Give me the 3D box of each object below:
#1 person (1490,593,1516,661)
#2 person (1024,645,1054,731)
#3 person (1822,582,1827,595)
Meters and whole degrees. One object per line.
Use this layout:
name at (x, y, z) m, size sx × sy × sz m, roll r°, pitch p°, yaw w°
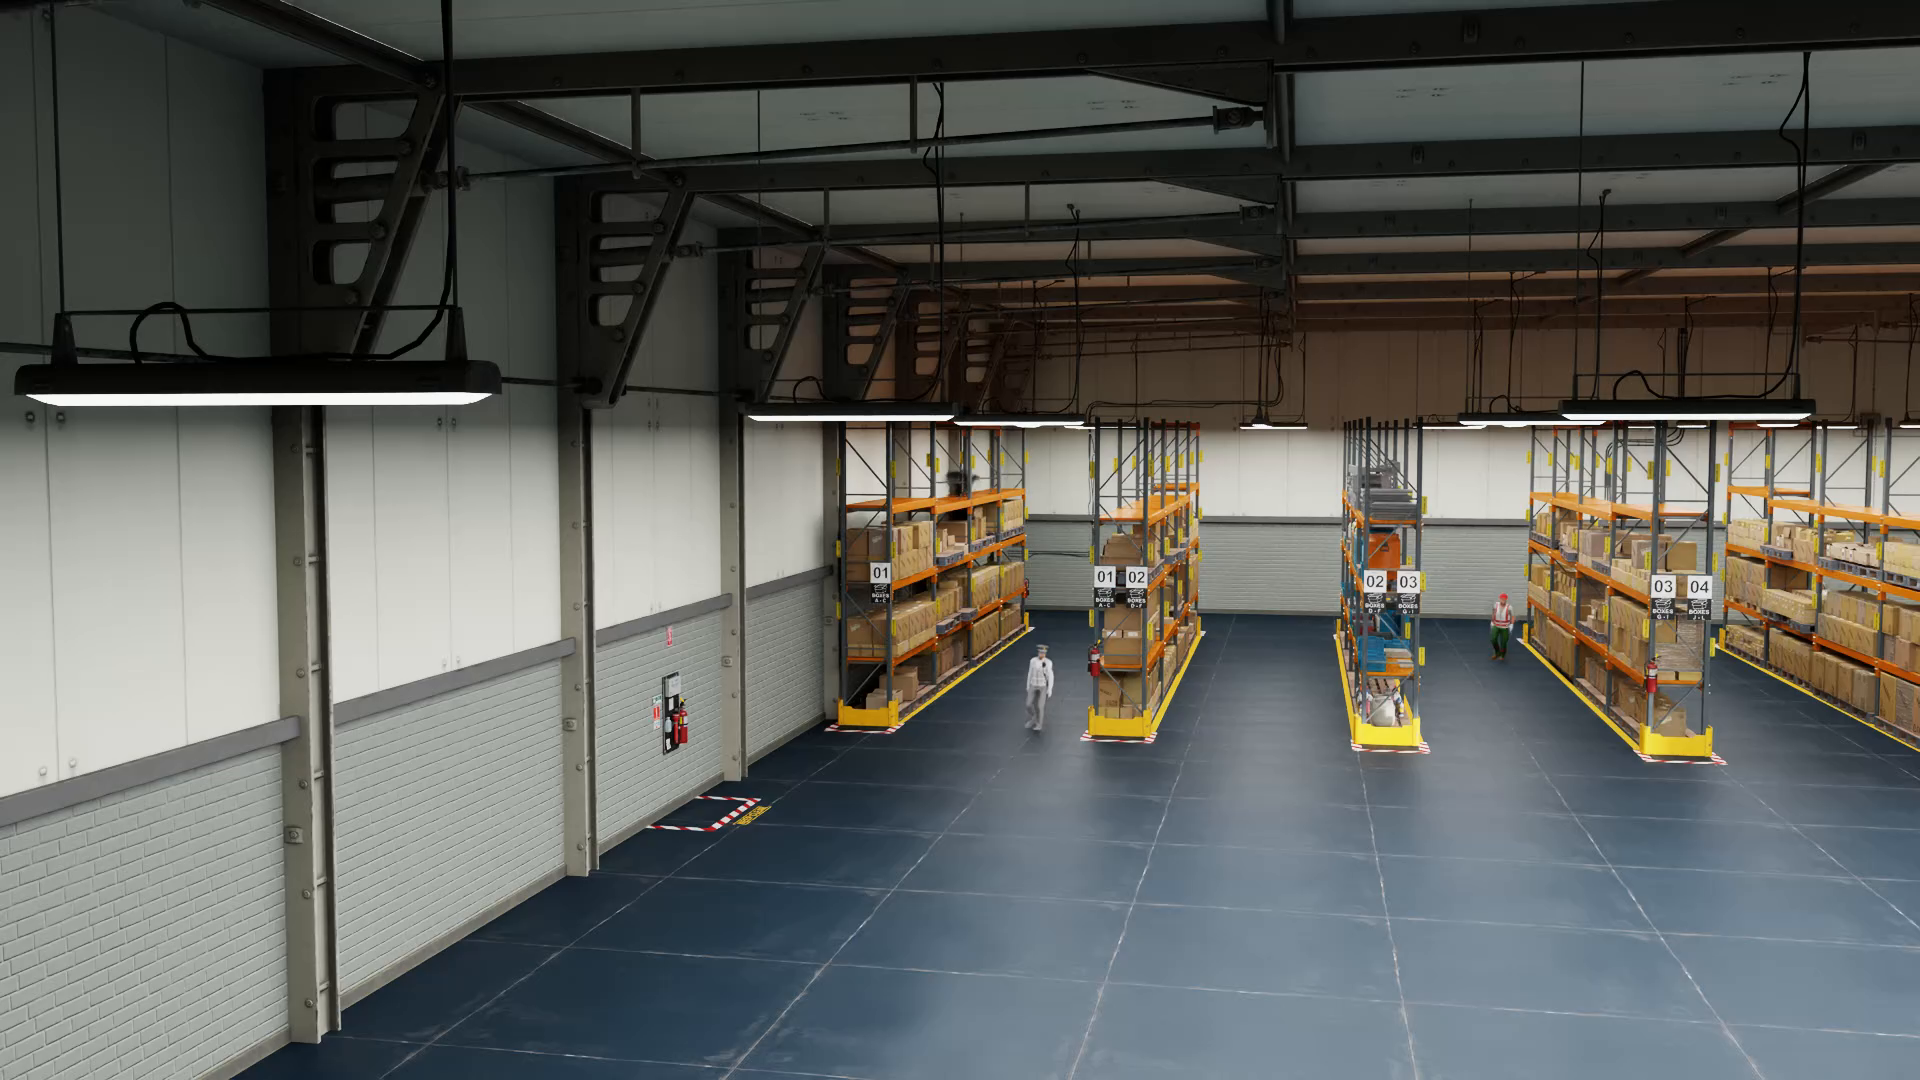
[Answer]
person at (13.462, 2.163, 41.297) m, size 0.666 × 1.721 × 0.725 m, roll 2°, pitch 4°, yaw 29°
person at (1.503, 2.814, 31.768) m, size 0.597 × 1.646 × 0.405 m, roll 1°, pitch 4°, yaw 18°
person at (23.441, 1.958, 45.212) m, size 0.848 × 1.644 × 0.611 m, roll 0°, pitch 4°, yaw 4°
